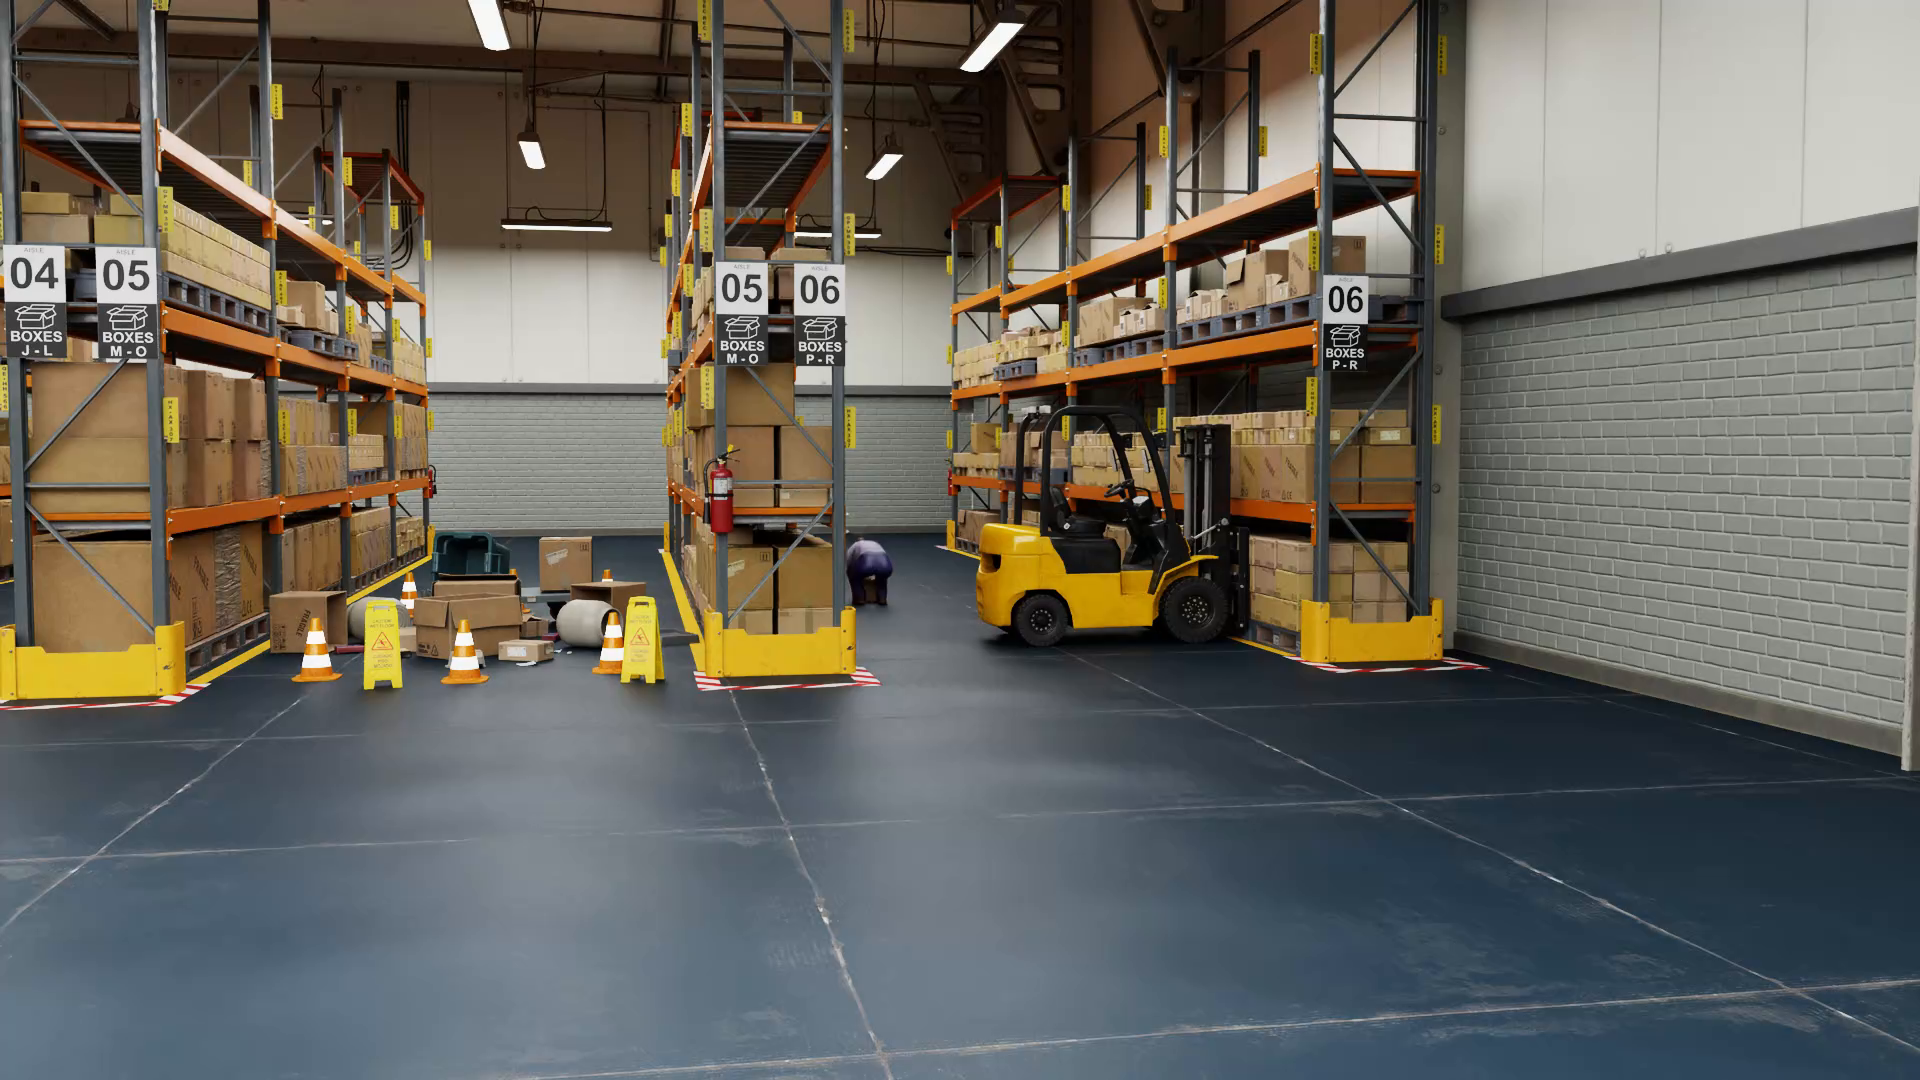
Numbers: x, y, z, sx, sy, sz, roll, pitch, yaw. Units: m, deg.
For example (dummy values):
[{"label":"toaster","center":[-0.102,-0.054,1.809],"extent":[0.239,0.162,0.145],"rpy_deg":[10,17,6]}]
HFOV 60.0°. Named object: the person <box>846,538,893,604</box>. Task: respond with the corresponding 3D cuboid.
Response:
[{"label":"person","center":[-1.048,0.381,19.075],"extent":[0.490,0.732,0.875],"rpy_deg":[-1,3,-13]}]
